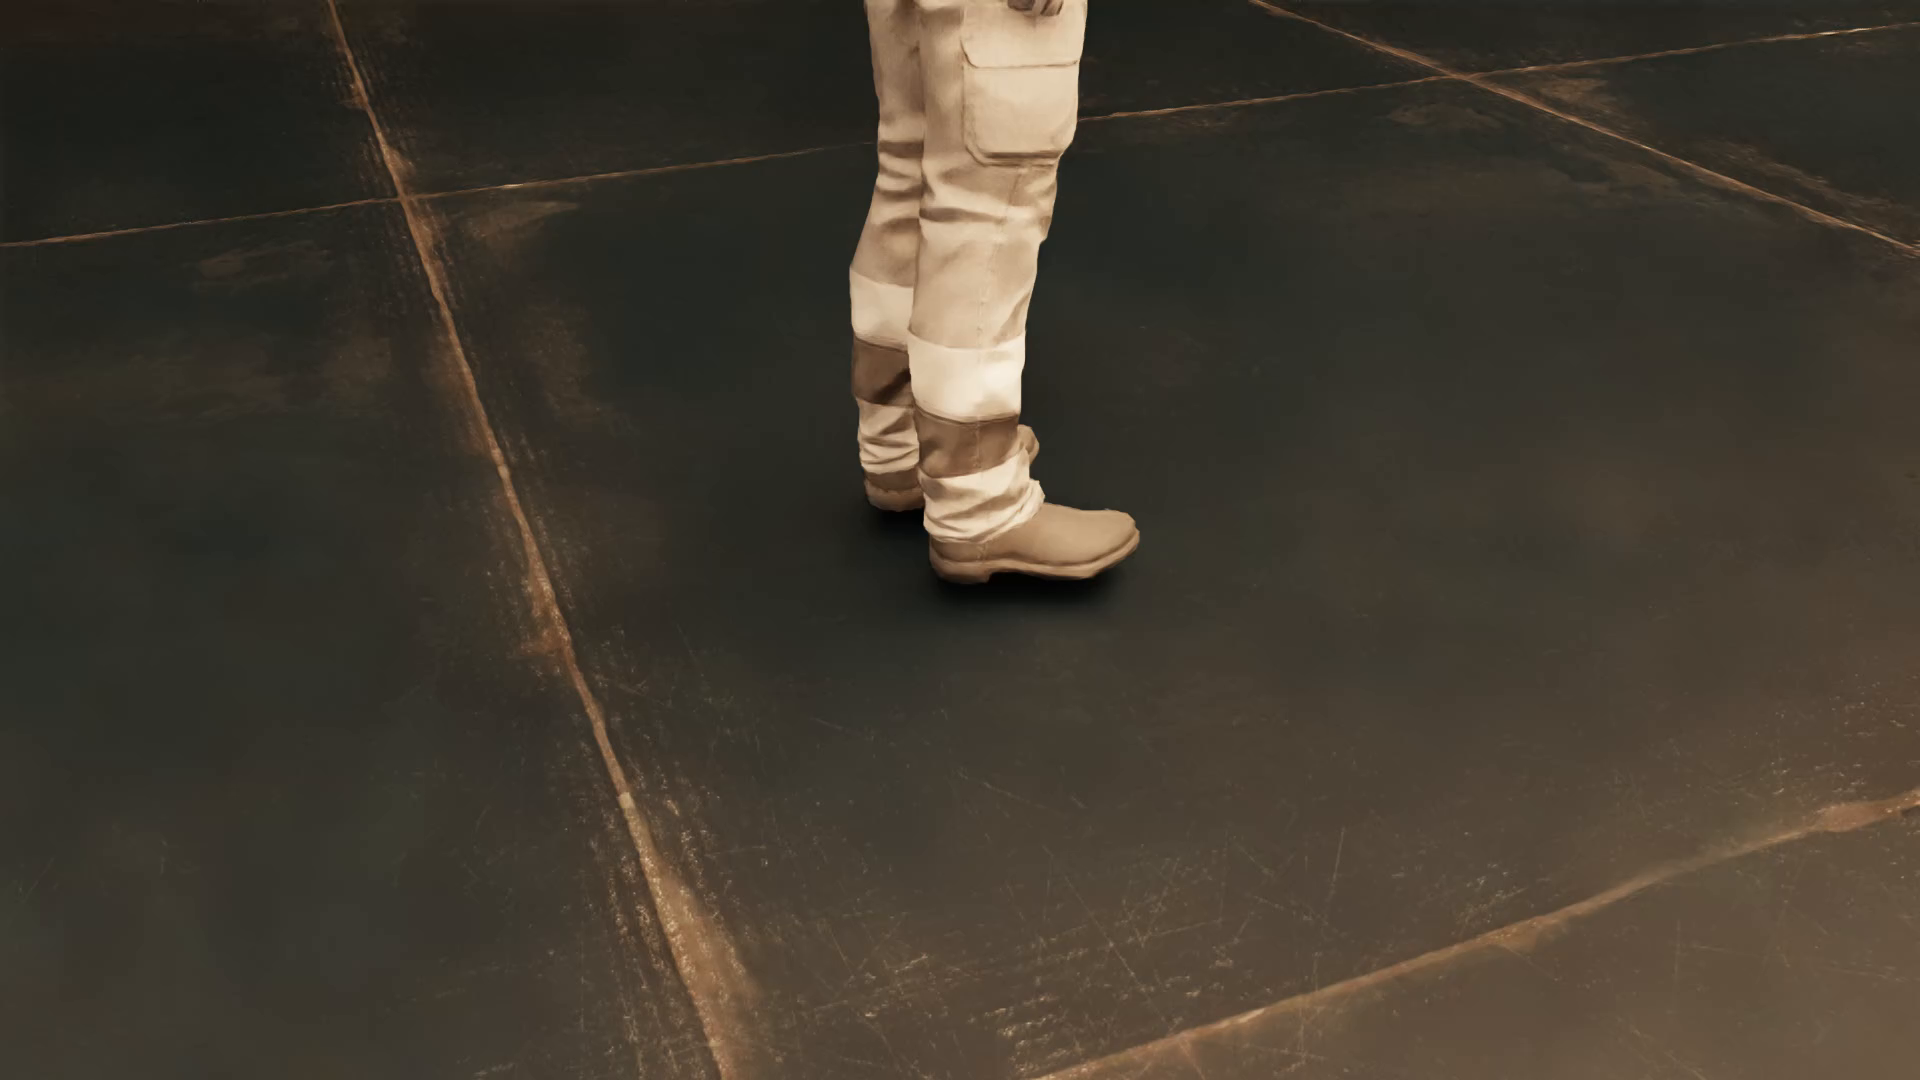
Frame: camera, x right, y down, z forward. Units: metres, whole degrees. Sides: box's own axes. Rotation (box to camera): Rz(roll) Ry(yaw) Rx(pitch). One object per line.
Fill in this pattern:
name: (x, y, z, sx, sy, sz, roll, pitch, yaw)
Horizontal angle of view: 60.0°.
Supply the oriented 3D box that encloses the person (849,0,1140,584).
person: (0.019, -0.817, 2.045, 0.349, 1.795, 0.540, -11, 32, -19)
